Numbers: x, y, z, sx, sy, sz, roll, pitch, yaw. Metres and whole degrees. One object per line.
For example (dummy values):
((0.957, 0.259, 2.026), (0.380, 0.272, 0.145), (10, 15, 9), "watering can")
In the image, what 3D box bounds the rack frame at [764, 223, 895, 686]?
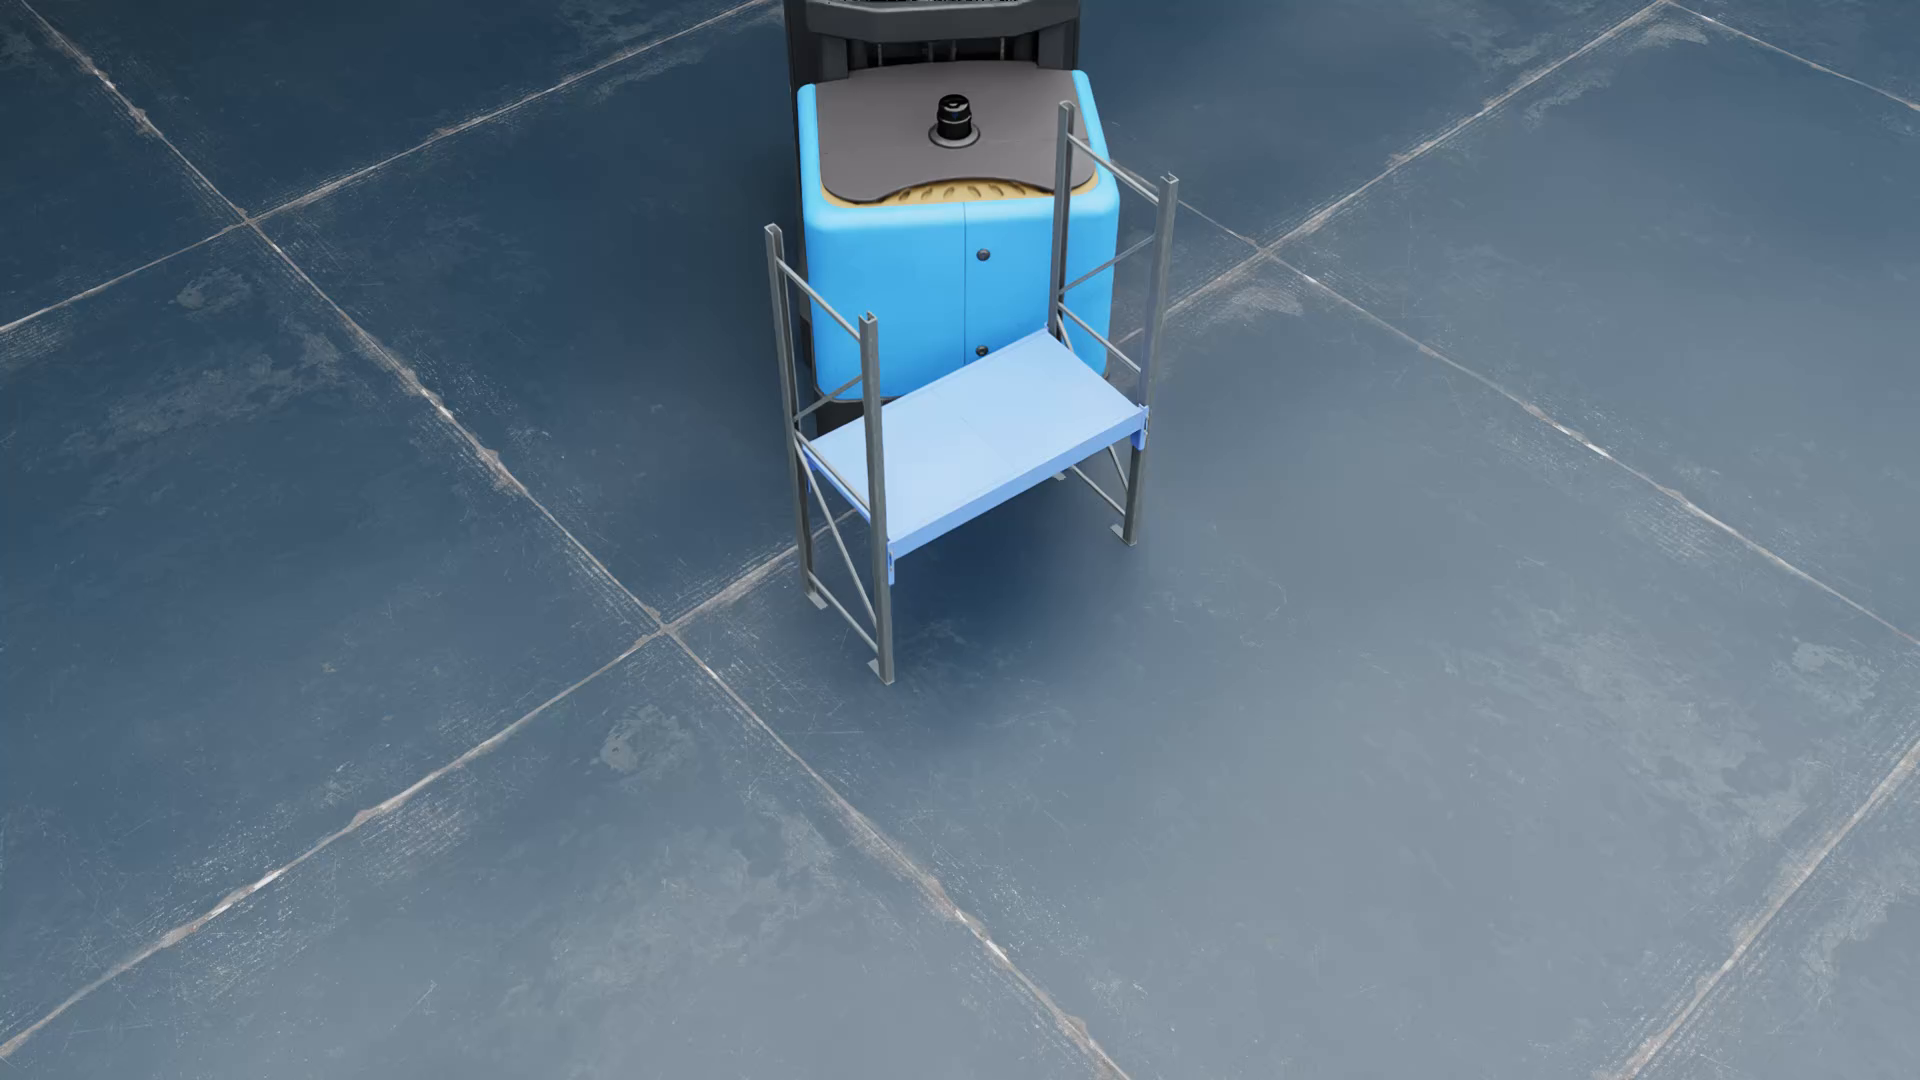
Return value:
((-0.369, -0.195, 4.909), (0.032, 1.500, 0.500), (-28, 53, -24), "rack frame")

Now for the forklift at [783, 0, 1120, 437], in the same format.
((-0.124, -2.398, 5.968), (1.130, 2.935, 3.031), (-4, 47, -4), "forklift")

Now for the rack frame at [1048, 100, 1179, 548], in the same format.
((0.451, -0.637, 5.317), (0.032, 1.500, 0.500), (-28, 53, -24), "rack frame")

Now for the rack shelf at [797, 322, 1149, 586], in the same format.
((0.041, -0.294, 5.245), (1.000, 0.185, 0.538), (-28, 53, -24), "rack shelf")

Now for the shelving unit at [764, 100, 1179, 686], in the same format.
((0.041, -0.416, 5.113), (1.048, 1.500, 0.538), (-28, 53, -24), "shelving unit")
